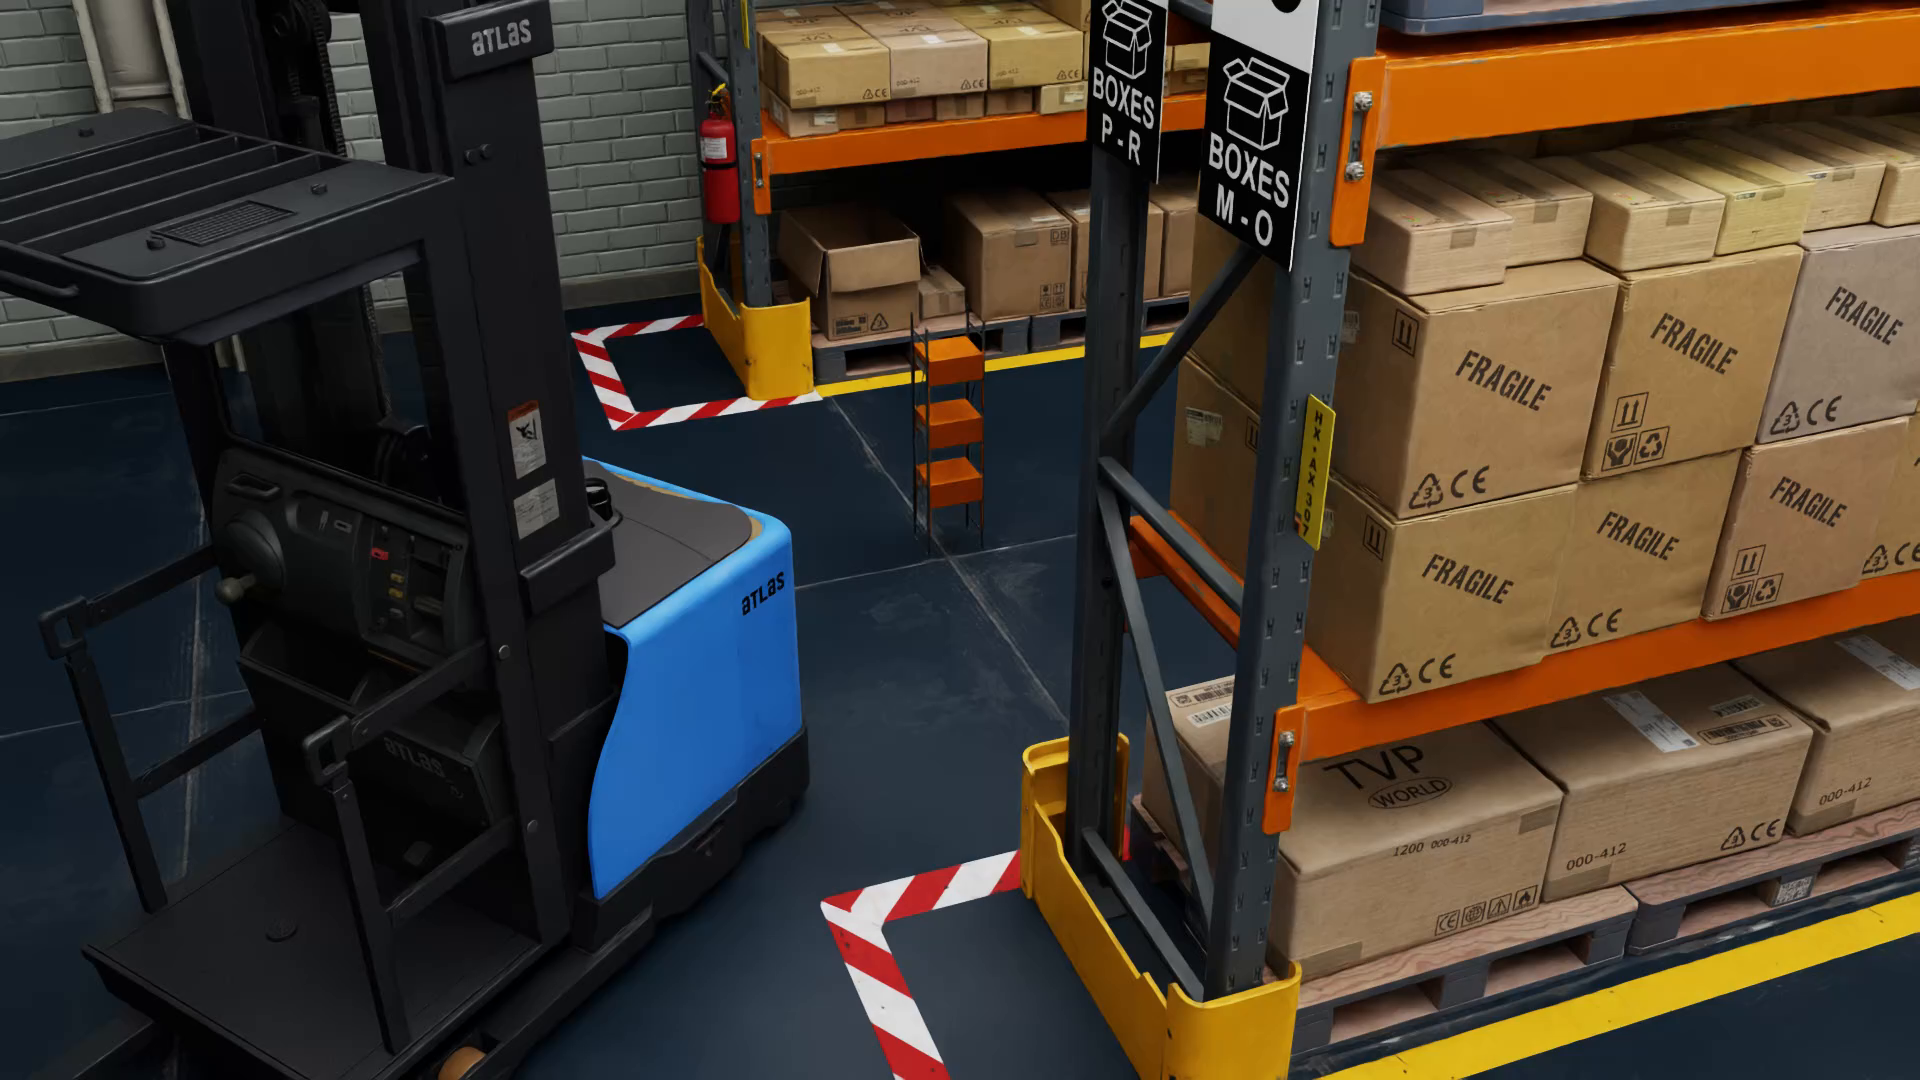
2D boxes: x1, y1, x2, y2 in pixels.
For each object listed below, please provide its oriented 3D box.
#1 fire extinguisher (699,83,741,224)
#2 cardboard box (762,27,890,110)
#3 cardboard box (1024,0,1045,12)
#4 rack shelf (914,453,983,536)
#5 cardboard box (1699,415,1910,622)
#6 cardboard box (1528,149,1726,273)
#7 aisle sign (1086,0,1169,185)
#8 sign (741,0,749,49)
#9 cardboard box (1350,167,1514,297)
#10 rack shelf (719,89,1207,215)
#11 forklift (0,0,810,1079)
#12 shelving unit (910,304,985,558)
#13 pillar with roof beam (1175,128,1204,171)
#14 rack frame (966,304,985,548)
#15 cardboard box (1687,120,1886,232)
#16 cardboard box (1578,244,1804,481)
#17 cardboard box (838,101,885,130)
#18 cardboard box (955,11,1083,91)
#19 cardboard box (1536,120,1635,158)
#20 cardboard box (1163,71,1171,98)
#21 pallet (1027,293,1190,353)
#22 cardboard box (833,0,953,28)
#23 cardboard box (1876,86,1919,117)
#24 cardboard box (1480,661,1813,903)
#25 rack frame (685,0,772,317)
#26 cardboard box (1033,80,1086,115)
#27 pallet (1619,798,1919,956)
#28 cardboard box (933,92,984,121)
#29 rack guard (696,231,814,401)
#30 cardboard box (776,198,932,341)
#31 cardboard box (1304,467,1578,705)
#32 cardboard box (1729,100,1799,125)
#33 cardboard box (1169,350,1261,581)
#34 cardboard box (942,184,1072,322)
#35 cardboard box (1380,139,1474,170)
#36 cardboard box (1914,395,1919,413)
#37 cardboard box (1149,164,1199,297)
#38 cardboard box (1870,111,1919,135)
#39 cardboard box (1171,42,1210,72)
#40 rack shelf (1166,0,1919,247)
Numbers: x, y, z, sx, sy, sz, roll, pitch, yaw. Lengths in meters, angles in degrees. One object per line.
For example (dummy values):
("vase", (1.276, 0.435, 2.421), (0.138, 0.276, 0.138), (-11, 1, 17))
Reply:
("fire extinguisher", (-1.151, -1.856, 7.932), (0.183, 0.674, 0.296), (-10, 31, -18))
("cardboard box", (-0.656, -2.309, 8.123), (0.500, 0.250, 0.500), (-10, 31, -17))
("cardboard box", (0.603, -2.820, 9.020), (0.500, 0.250, 0.500), (-10, 31, -18))
("rack shelf", (-0.050, -0.196, 7.117), (0.240, 0.259, 0.215), (-10, 31, -18))
("cardboard box", (2.057, -0.162, 4.403), (0.500, 0.500, 0.500), (-11, 31, -18))
("cardboard box", (1.493, -0.752, 3.773), (0.250, 0.149, 0.380), (-9, 31, -16))
("aisle sign", (0.384, -1.250, 3.788), (0.004, 0.787, 0.394), (-10, 31, -18))
("sign", (-0.985, -2.416, 7.586), (0.005, 0.325, 0.100), (-10, 31, -18))
("cardboard box", (0.989, -0.682, 3.650), (0.250, 0.149, 0.380), (-10, 31, -17))
("rack shelf", (0.700, -2.324, 9.026), (4.000, 0.370, 1.077), (-10, 31, -18))
("forklift", (-1.715, 0.094, 4.124), (1.130, 2.935, 3.031), (17, 34, 27))
("shelving unit", (-0.050, -0.447, 6.974), (0.252, 1.050, 0.215), (-10, 31, -18))
("pillar with roof beam", (3.108, -3.889, 4.986), (0.400, 9.000, 9.100), (-10, 31, -18))
("rack frame", (0.064, -0.468, 7.011), (0.008, 1.050, 0.200), (-10, 31, -18))
("cardboard box", (1.961, -0.875, 3.990), (0.250, 0.149, 0.380), (-10, 31, -17))
("cardboard box", (1.591, -0.510, 4.004), (0.500, 0.500, 0.500), (-11, 32, -19))
("cardboard box", (-0.549, -2.177, 8.295), (0.250, 0.149, 0.380), (-10, 31, -16))
("cardboard box", (0.291, -2.485, 8.432), (0.500, 0.250, 0.500), (-11, 31, -19))
("cardboard box", (1.519, -1.067, 4.326), (0.250, 0.149, 0.380), (-10, 31, -16))
("cardboard box", (0.911, -2.442, 8.761), (0.250, 0.149, 0.380), (-11, 31, -18))
("pallet", (0.785, -1.440, 9.564), (1.213, 0.211, 1.003), (-10, 31, -18))
("cardboard box", (-0.352, -2.646, 8.716), (0.500, 0.250, 0.500), (-10, 31, -17))
("cardboard box", (2.488, -1.251, 4.649), (0.250, 0.149, 0.380), (-10, 31, -17))
("cardboard box", (1.998, 0.620, 5.297), (0.875, 0.438, 0.875), (-10, 31, -16))
("rack frame", (-1.175, -2.291, 8.242), (0.127, 3.000, 1.000), (-10, 31, -18))
("cardboard box", (0.454, -2.311, 8.530), (0.250, 0.149, 0.380), (-11, 32, -19))
("pallet", (2.423, 0.839, 5.563), (1.213, 0.211, 1.003), (-10, 31, -18))
("cardboard box", (-0.056, -2.254, 8.429), (0.250, 0.149, 0.380), (-9, 31, -16))
("rack guard", (-1.104, -1.218, 8.884), (0.348, 0.500, 1.175), (-10, 31, -18))
("cardboard box", (-0.568, -1.451, 8.864), (0.637, 0.503, 0.797), (-12, 32, -20))
("cardboard box", (1.110, 0.018, 4.088), (0.500, 0.500, 0.500), (-11, 31, -18))
("cardboard box", (2.003, -1.149, 4.471), (0.250, 0.149, 0.380), (-10, 31, -16))
("cardboard box", (0.919, -0.239, 4.538), (0.500, 0.500, 0.500), (-10, 31, -17))
("cardboard box", (0.246, -1.579, 9.092), (0.500, 0.500, 0.700), (-9, 31, -16))
("cardboard box", (1.056, -0.959, 4.136), (0.250, 0.149, 0.380), (-10, 31, -17))
("cardboard box", (2.537, -0.689, 4.318), (0.500, 0.500, 0.500), (-10, 31, -17))
("cardboard box", (1.219, -1.758, 9.407), (0.500, 0.500, 0.700), (-12, 32, -19))
("cardboard box", (2.457, -0.930, 4.086), (0.250, 0.149, 0.380), (-11, 32, -19))
("cardboard box", (1.246, -2.672, 8.760), (0.500, 0.250, 0.500), (-11, 31, -18))
("rack shelf", (2.434, -1.325, 4.242), (4.000, 0.370, 1.077), (-10, 31, -18))
